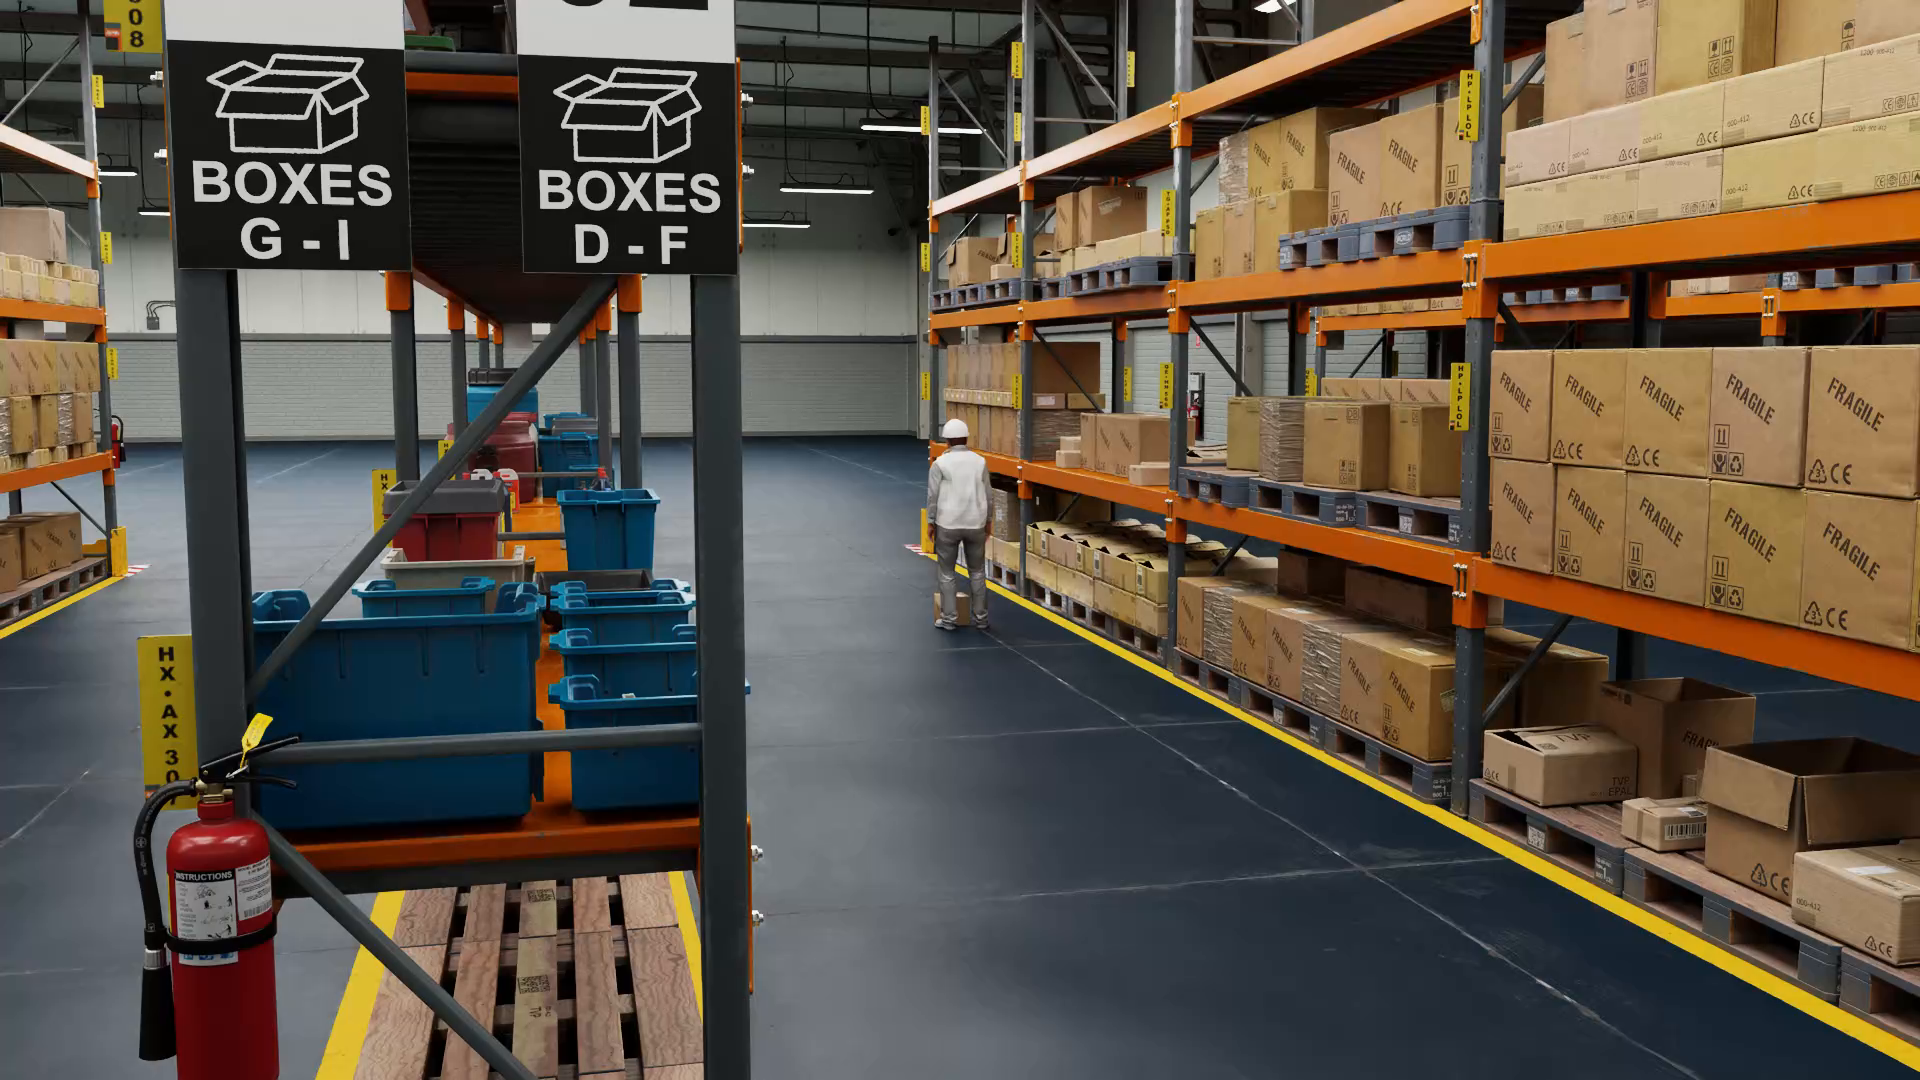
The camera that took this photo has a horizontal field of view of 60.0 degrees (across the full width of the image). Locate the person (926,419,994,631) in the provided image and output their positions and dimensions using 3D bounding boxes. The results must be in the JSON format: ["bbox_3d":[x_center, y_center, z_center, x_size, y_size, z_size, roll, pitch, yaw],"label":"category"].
[{"bbox_3d":[0.000,-0.131,14.053,0.582,1.771,0.465,-2,6,-14],"label":"person"}]
